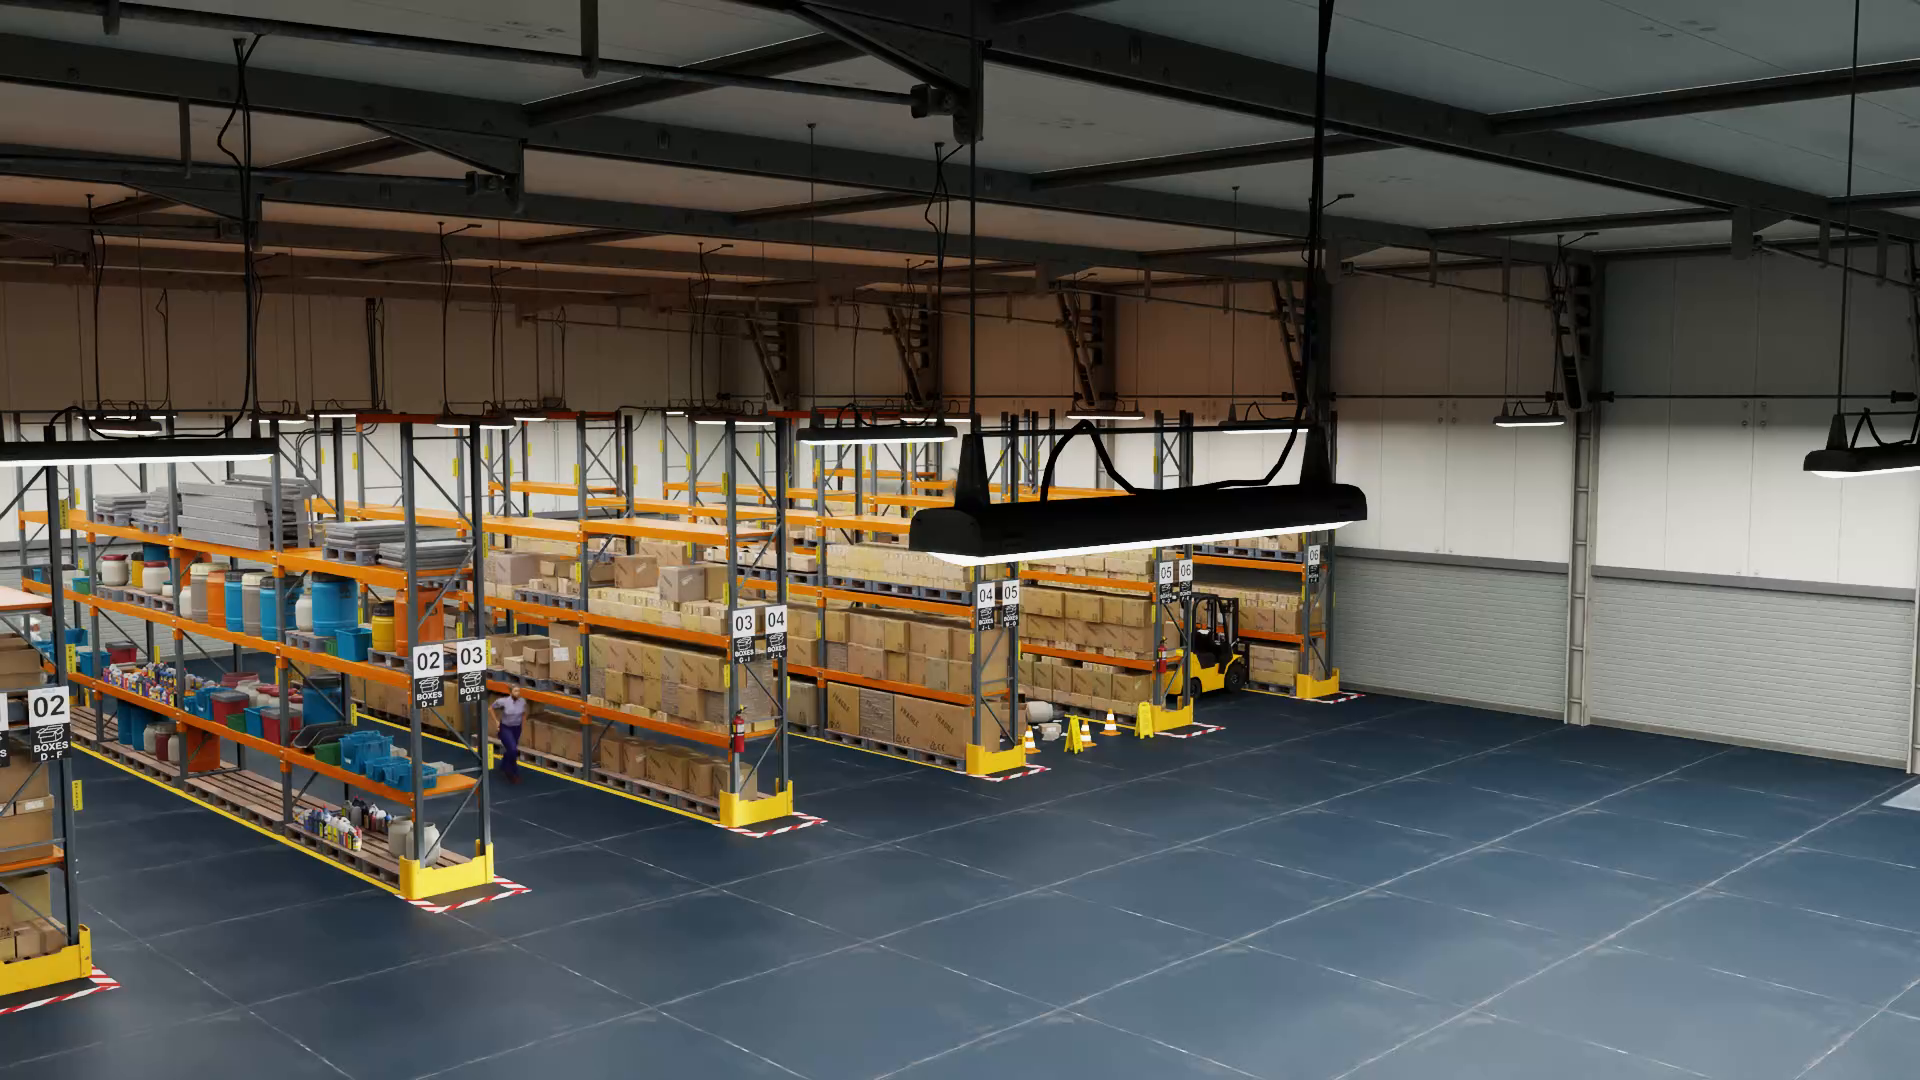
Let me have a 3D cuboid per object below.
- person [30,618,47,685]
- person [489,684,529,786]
[{"bbox_3d":[-19.151,2.487,34.258,0.912,1.778,0.670,-3,6,-32],"label":"person"},{"bbox_3d":[-7.398,3.163,27.301,0.829,1.670,0.619,5,7,44],"label":"person"}]
